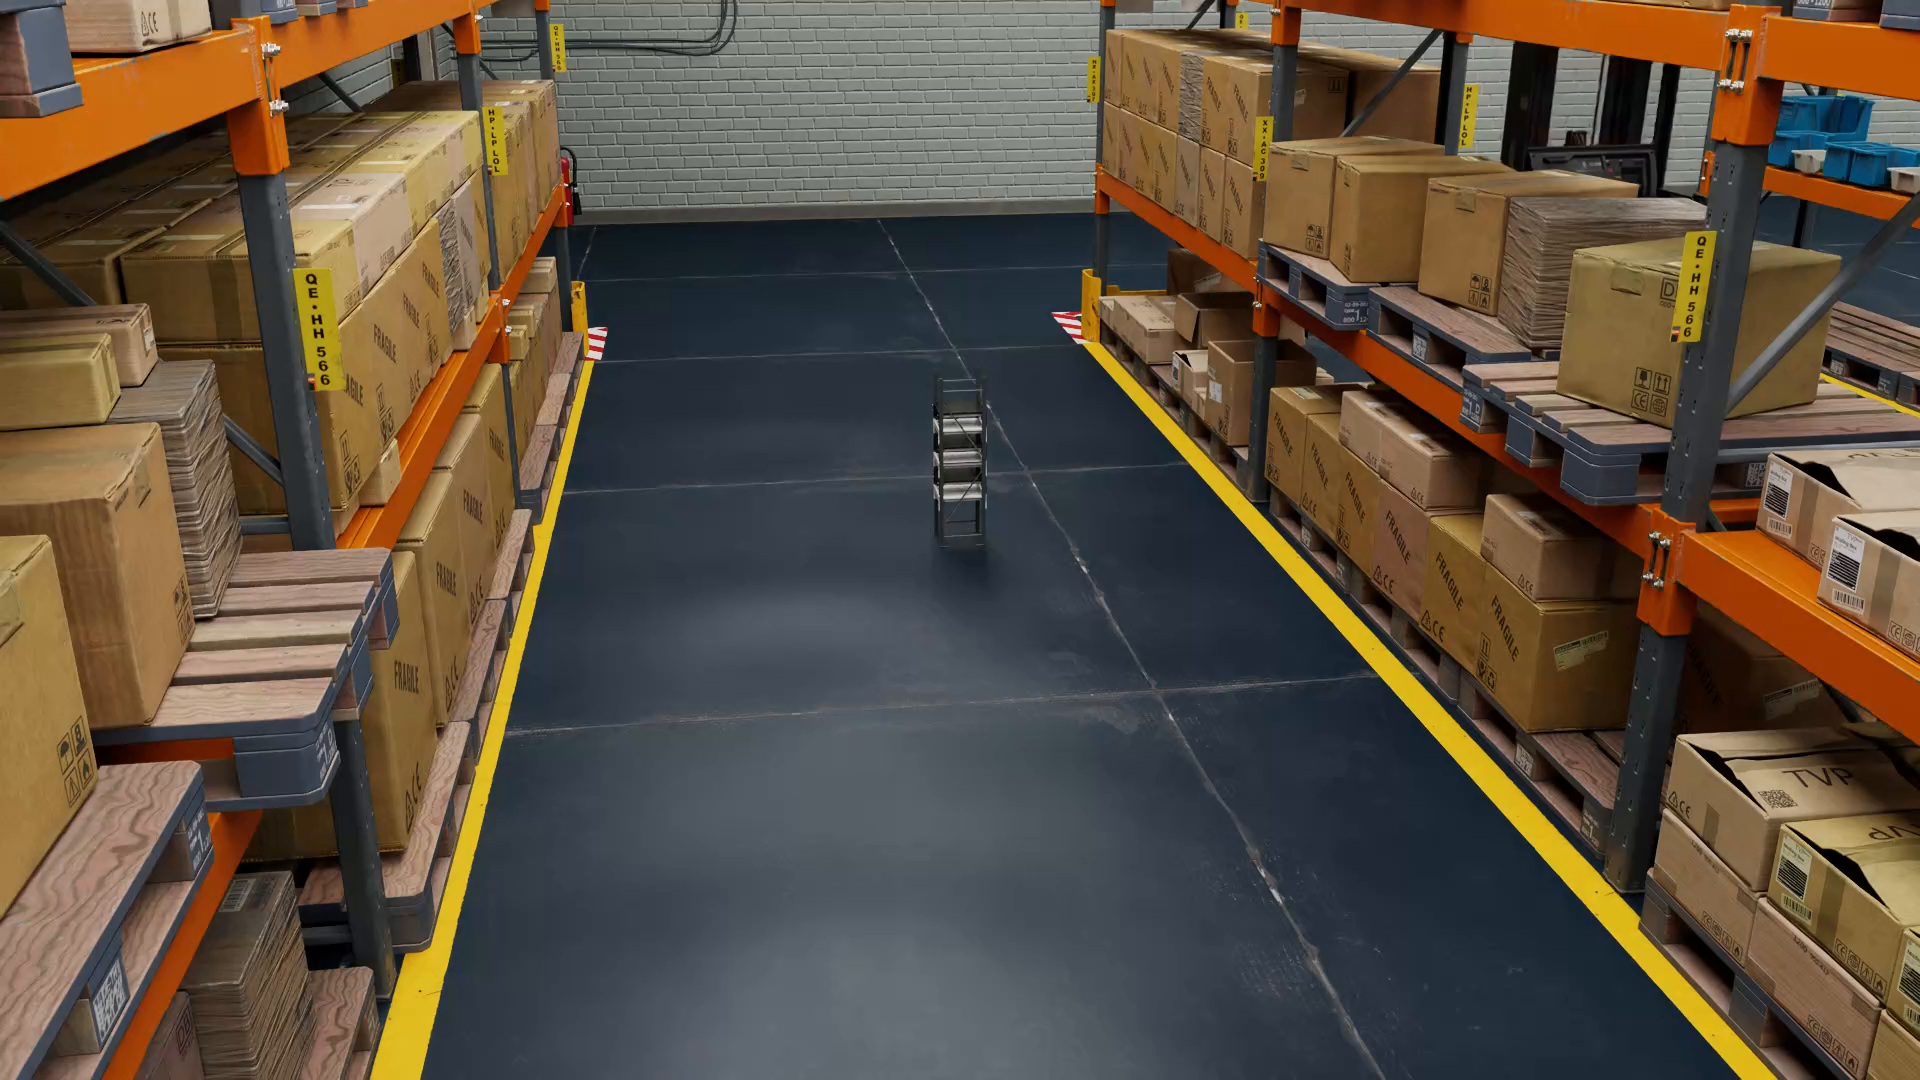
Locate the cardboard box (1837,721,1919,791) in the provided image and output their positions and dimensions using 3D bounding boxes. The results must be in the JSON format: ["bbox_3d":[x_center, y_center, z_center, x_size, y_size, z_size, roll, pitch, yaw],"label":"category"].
[{"bbox_3d":[3.004,0.733,4.995,0.500,0.311,0.500,-2,21,-6],"label":"cardboard box"}]

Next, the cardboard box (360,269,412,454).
[{"bbox_3d":[-2.100,-0.572,5.364,0.500,0.500,0.500,-2,21,-6],"label":"cardboard box"}]

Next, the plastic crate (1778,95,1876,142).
[{"bbox_3d":[6.667,-3.221,12.917,0.616,0.435,0.499,-3,21,-8],"label":"plastic crate"}]

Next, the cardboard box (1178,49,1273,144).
[{"bbox_3d":[1.630,-2.679,10.029,0.500,0.500,0.500,-3,21,-7],"label":"cardboard box"}]

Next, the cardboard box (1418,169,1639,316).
[{"bbox_3d":[2.424,-1.285,7.125,0.700,0.500,0.500,-8,22,-21],"label":"cardboard box"}]

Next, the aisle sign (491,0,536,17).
[{"bbox_3d":[-3.083,-4.041,11.534,0.394,0.787,0.004,-3,21,-8],"label":"aisle sign"}]

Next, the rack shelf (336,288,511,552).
[{"bbox_3d":[-2.505,-0.369,6.445,1.077,0.370,4.000,-3,21,-8],"label":"rack shelf"}]

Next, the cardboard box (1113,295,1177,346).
[{"bbox_3d":[1.401,-1.577,11.952,0.500,0.250,0.500,-3,21,-8],"label":"cardboard box"}]

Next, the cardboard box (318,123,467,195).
[{"bbox_3d":[-2.409,-1.619,7.095,0.500,0.250,0.500,-2,21,-7],"label":"cardboard box"}]

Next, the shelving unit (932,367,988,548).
[{"bbox_3d":[-0.001,-0.424,8.566,0.258,0.900,0.210,-3,21,-8],"label":"shelving unit"}]

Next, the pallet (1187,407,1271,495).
[{"bbox_3d":[2.010,-0.581,9.971,1.003,0.211,1.213,-3,21,-8],"label":"pallet"}]

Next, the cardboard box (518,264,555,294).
[{"bbox_3d":[-2.934,-1.752,11.165,0.380,0.149,0.250,-2,21,-6],"label":"cardboard box"}]

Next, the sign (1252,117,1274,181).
[{"bbox_3d":[1.572,-2.025,8.614,0.100,0.325,0.005,-3,21,-8],"label":"sign"}]

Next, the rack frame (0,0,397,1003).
[{"bbox_3d":[-2.217,-0.014,4.465,1.000,3.000,0.127,-3,21,-8],"label":"rack frame"}]

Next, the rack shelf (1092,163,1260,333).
[{"bbox_3d":[1.820,-2.005,10.826,1.077,0.370,4.000,-3,21,-8],"label":"rack shelf"}]

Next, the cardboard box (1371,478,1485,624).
[{"bbox_3d":[2.162,0.028,7.299,0.500,0.500,0.500,-4,21,-10],"label":"cardboard box"}]

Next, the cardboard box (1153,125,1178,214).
[{"bbox_3d":[1.554,-2.389,10.683,0.500,0.500,0.500,-3,21,-7],"label":"cardboard box"}]

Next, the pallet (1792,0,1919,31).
[{"bbox_3d":[2.871,-1.351,4.029,1.213,0.211,1.003,-2,21,-5],"label":"pallet"}]

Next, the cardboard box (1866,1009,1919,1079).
[{"bbox_3d":[2.624,1.376,4.073,0.500,0.250,0.500,-3,21,-9],"label":"cardboard box"}]

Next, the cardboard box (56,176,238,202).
[{"bbox_3d":[-2.681,-1.062,5.603,0.500,0.250,0.500,-3,21,-9],"label":"cardboard box"}]

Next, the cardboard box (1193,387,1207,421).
[{"bbox_3d":[1.632,-0.830,10.097,0.380,0.149,0.250,-3,21,-8],"label":"cardboard box"}]

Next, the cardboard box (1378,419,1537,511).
[{"bbox_3d":[2.154,-0.336,7.202,0.500,0.250,0.500,-3,21,-9],"label":"cardboard box"}]

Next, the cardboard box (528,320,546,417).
[{"bbox_3d":[-2.941,-1.040,10.187,0.700,0.500,0.500,-2,21,-6],"label":"cardboard box"}]

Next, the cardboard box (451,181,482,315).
[{"bbox_3d":[-2.394,-1.271,7.235,0.500,0.500,0.500,-3,21,-7],"label":"cardboard box"}]

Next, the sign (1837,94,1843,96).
[{"bbox_3d":[6.976,-3.393,13.280,0.100,0.325,0.005,-3,21,-8],"label":"sign"}]

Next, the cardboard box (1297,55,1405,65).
[{"bbox_3d":[2.244,-2.521,9.606,0.500,0.500,0.500,-4,21,-9],"label":"cardboard box"}]

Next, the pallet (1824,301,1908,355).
[{"bbox_3d":[6.514,-1.689,12.937,1.003,0.211,1.213,-3,21,-8],"label":"pallet"}]

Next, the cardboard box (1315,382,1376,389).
[{"bbox_3d":[2.262,-0.752,9.658,0.500,0.311,0.500,-3,21,-8],"label":"cardboard box"}]

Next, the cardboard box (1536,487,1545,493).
[{"bbox_3d":[2.673,-0.007,7.392,0.500,0.500,0.500,-4,21,-10],"label":"cardboard box"}]

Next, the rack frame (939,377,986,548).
[{"bbox_3d":[0.013,-0.389,8.472,0.240,0.900,0.006,-3,21,-8],"label":"rack frame"}]

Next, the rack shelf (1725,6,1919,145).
[{"bbox_3d":[2.973,-0.640,2.885,1.077,0.370,4.000,-3,21,-8],"label":"rack shelf"}]

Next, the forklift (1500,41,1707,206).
[{"bbox_3d":[4.301,-2.411,10.981,1.130,2.935,3.031,-4,21,-11],"label":"forklift"}]

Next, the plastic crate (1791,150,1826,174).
[{"bbox_3d":[6.206,-2.735,12.044,0.250,0.136,0.298,-3,21,-8],"label":"plastic crate"}]

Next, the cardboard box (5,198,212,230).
[{"bbox_3d":[-2.610,-0.884,5.127,0.500,0.250,0.500,-4,21,-10],"label":"cardboard box"}]

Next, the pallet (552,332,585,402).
[{"bbox_3d":[-3.177,-1.204,11.639,1.003,0.211,1.213,-3,21,-8],"label":"pallet"}]

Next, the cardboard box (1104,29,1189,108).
[{"bbox_3d":[1.335,-3.383,11.914,0.500,0.500,0.500,-2,21,-6],"label":"cardboard box"}]

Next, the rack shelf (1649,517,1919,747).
[{"bbox_3d":[2.973,0.765,3.410,1.077,0.370,4.000,-3,21,-8],"label":"rack shelf"}]

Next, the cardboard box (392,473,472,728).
[{"bbox_3d":[-2.313,0.232,6.280,0.750,0.750,0.750,-3,21,-8],"label":"cardboard box"}]

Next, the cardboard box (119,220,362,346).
[{"bbox_3d":[-2.031,-0.741,4.744,0.500,0.250,0.500,-2,21,-6],"label":"cardboard box"}]

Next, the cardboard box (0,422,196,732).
[{"bbox_3d":[-2.032,0.088,3.422,0.700,0.500,0.500,-5,21,-13],"label":"cardboard box"}]

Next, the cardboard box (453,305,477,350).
[{"bbox_3d":[-2.316,-0.921,7.225,0.380,0.149,0.250,-3,21,-8],"label":"cardboard box"}]

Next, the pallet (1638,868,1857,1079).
[{"bbox_3d":[2.765,1.329,4.857,1.003,0.211,1.213,-3,21,-8],"label":"pallet"}]

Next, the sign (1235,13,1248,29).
[{"bbox_3d":[2.084,-3.746,12.352,0.100,0.325,0.005,-3,21,-8],"label":"sign"}]

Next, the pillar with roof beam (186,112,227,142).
[{"bbox_3d":[0.510,-4.625,8.237,9.100,9.000,0.400,-3,21,-8],"label":"pillar with roof beam"}]

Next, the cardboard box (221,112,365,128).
[{"bbox_3d":[-2.985,-1.773,7.508,0.500,0.250,0.500,-2,21,-6],"label":"cardboard box"}]

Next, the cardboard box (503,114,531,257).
[{"bbox_3d":[-2.955,-1.981,9.303,0.980,0.700,0.700,-3,21,-9],"label":"cardboard box"}]

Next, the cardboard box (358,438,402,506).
[{"bbox_3d":[-2.017,-0.215,5.335,0.380,0.149,0.250,-2,21,-6],"label":"cardboard box"}]

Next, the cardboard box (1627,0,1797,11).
[{"bbox_3d":[2.588,-1.866,4.995,0.910,0.500,0.500,-3,21,-8],"label":"cardboard box"}]

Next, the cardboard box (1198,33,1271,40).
[{"bbox_3d":[1.941,-3.235,11.518,0.500,0.500,0.500,-2,21,-6],"label":"cardboard box"}]

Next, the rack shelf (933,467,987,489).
[{"bbox_3d":[-0.001,-0.309,8.609,0.258,0.077,0.200,-3,21,-8],"label":"rack shelf"}]

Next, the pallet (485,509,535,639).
[{"bbox_3d":[-2.607,0.171,7.956,1.003,0.211,1.213,-3,21,-8],"label":"pallet"}]
